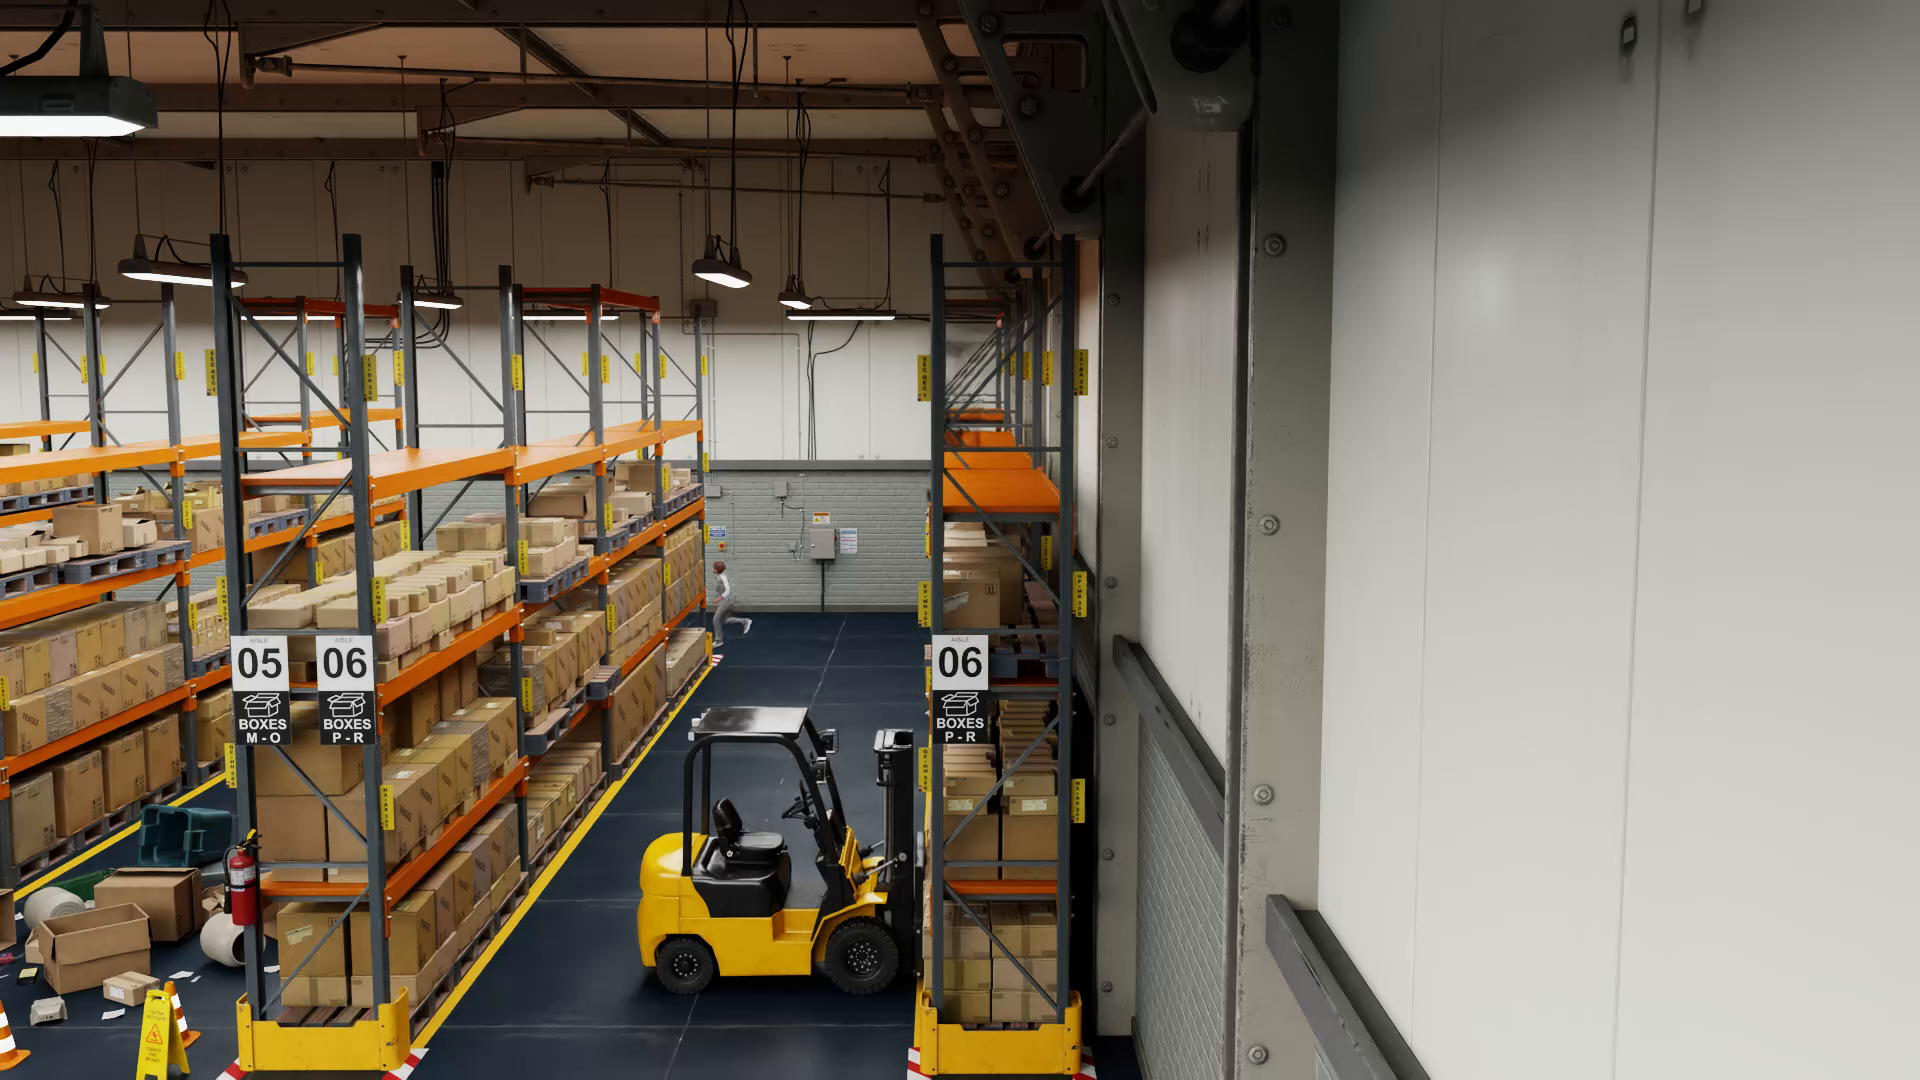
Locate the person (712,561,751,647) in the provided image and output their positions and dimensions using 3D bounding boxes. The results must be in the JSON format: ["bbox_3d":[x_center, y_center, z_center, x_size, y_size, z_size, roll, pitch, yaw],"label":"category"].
[{"bbox_3d":[-4.104,1.145,29.637,0.767,1.576,0.551,-1,6,-9],"label":"person"}]
